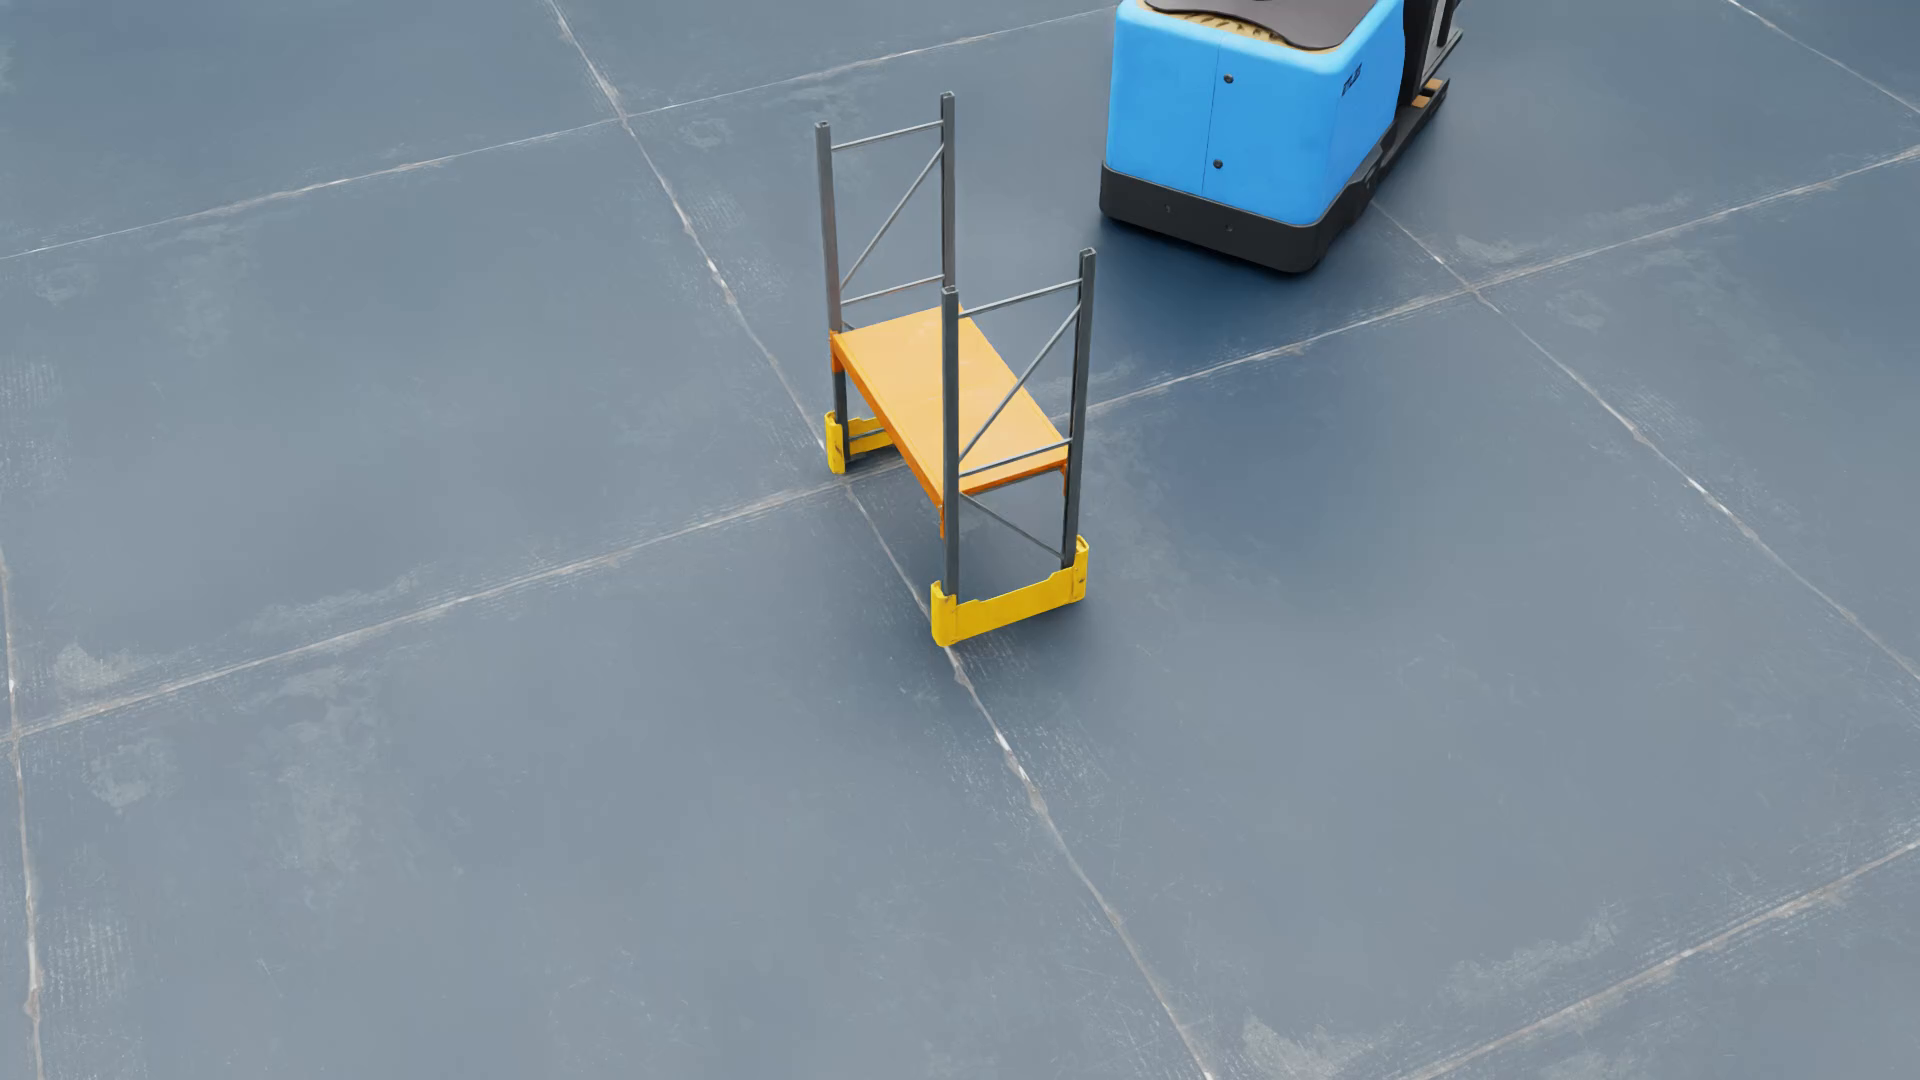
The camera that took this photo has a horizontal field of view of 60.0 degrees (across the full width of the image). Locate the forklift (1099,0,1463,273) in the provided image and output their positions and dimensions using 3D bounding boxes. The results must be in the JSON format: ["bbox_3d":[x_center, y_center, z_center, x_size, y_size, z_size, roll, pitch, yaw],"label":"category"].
[{"bbox_3d":[1.820,-3.250,7.457,1.130,2.935,3.031,22,49,21],"label":"forklift"}]

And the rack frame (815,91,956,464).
[{"bbox_3d":[-0.250,-0.912,6.107,0.500,1.500,0.032,-18,47,-17],"label":"rack frame"}]

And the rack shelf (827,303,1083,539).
[{"bbox_3d":[-0.036,-0.460,5.905,0.538,0.185,1.000,-18,47,-17],"label":"rack shelf"}]

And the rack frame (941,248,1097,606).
[{"bbox_3d":[0.178,-0.264,5.450,0.500,1.500,0.032,-18,47,-17],"label":"rack frame"}]

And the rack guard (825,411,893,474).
[{"bbox_3d":[-0.241,-0.455,6.533,0.587,0.250,0.087,-18,47,-17],"label":"rack guard"}]

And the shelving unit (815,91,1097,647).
[{"bbox_3d":[-0.032,-0.582,5.772,0.587,1.500,1.083,-18,47,-17],"label":"shelving unit"}]

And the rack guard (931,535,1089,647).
[{"bbox_3d":[0.177,0.180,5.890,0.587,0.250,0.087,-18,47,-17],"label":"rack guard"}]
